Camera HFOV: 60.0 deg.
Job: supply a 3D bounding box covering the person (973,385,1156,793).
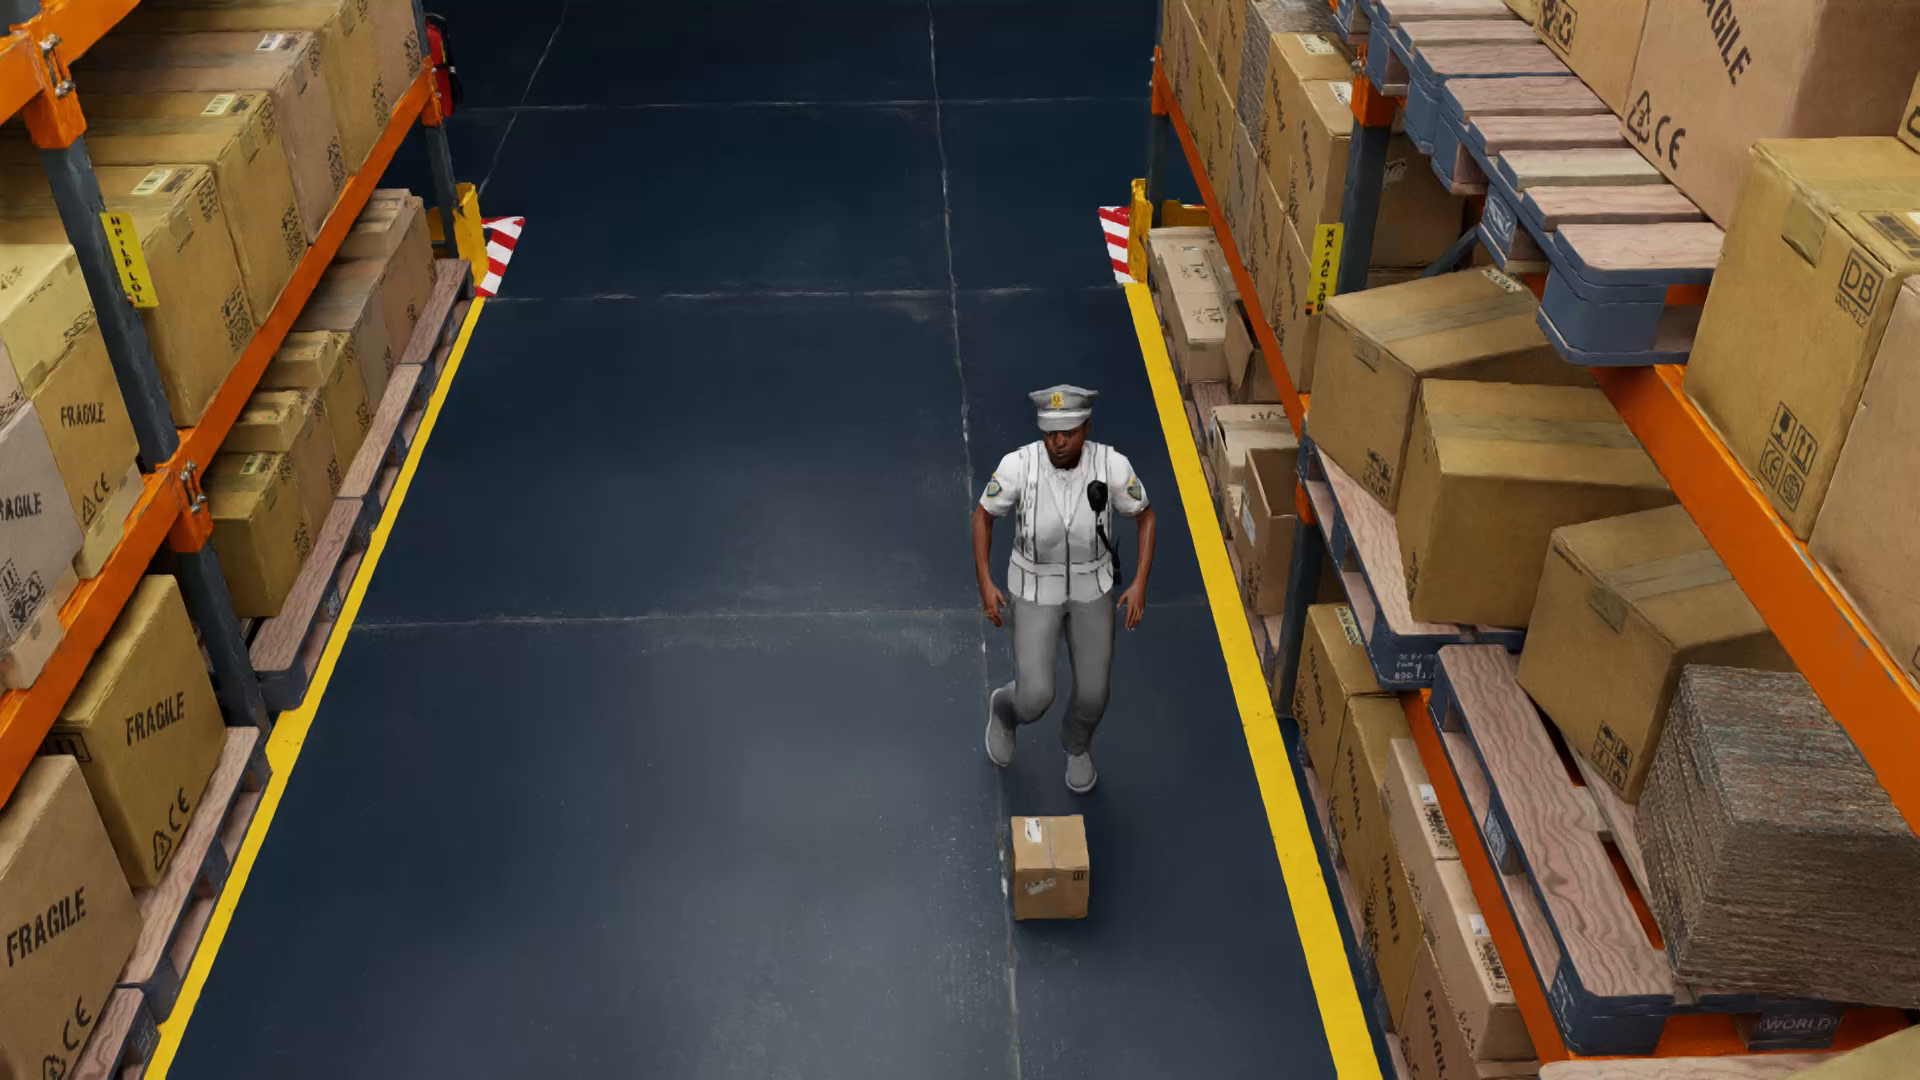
[{"bbox_3d":[0.381,0.206,5.862,0.639,1.670,0.467,-5,36,-7],"label":"person"}]
